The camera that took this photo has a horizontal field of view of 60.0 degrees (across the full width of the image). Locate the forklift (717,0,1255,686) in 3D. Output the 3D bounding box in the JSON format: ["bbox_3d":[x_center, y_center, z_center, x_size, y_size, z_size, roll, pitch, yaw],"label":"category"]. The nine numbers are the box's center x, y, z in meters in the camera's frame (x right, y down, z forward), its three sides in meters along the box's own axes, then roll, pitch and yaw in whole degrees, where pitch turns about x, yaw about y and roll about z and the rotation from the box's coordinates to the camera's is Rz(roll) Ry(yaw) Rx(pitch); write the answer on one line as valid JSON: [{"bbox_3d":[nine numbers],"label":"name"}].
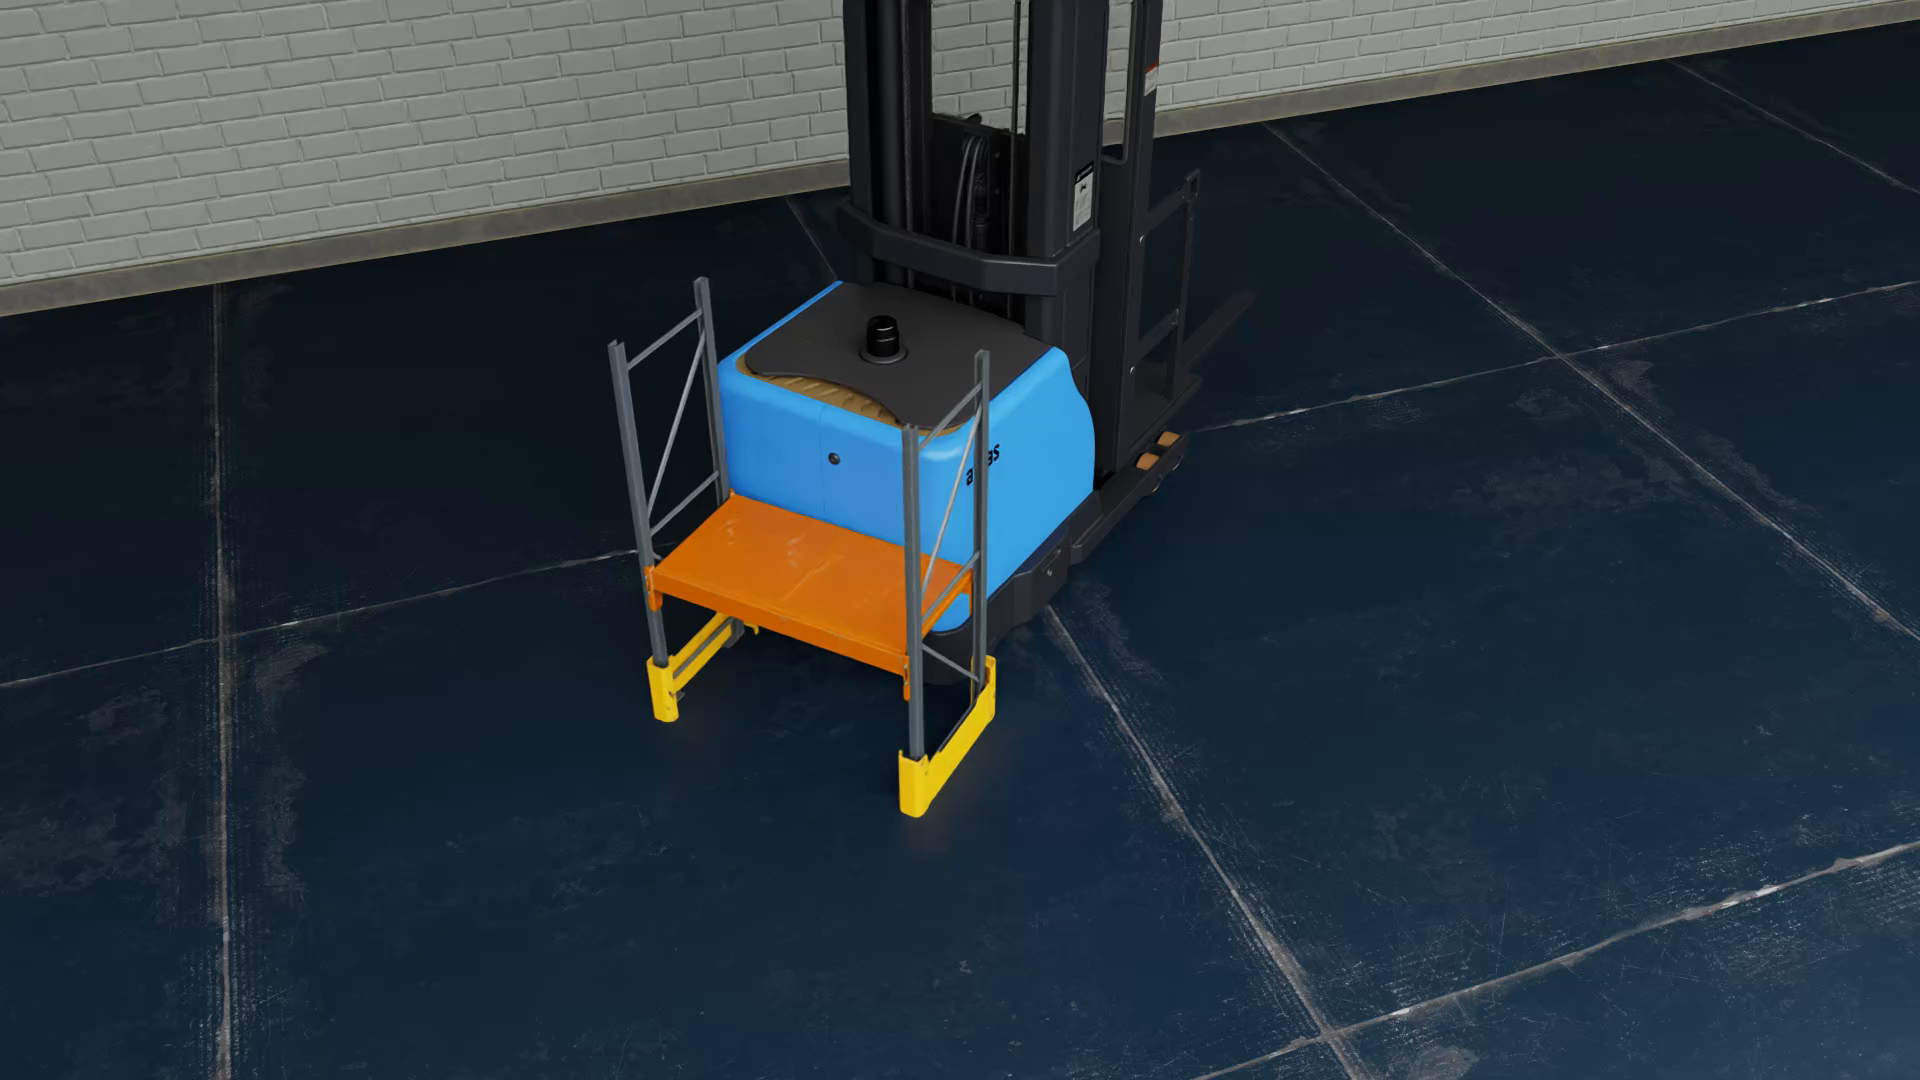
[{"bbox_3d":[0.325,-1.508,6.315,1.130,2.935,3.031,21,42,25],"label":"forklift"}]

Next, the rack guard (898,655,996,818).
[{"bbox_3d":[-0.038,0.659,5.668,0.087,0.250,0.587,17,40,21],"label":"rack guard"}]

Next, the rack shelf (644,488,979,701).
[{"bbox_3d":[-0.489,0.164,5.585,1.000,0.185,0.538,17,40,21],"label":"rack shelf"}]

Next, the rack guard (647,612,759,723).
[{"bbox_3d":[-0.924,0.385,6.031,0.087,0.250,0.587,17,40,21],"label":"rack guard"}]

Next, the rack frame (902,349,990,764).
[{"bbox_3d":[-0.037,0.160,5.291,0.032,1.500,0.500,17,40,21],"label":"rack frame"}]

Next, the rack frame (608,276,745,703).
[{"bbox_3d":[-0.941,-0.120,5.662,0.032,1.500,0.500,17,40,21],"label":"rack frame"}]

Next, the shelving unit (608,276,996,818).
[{"bbox_3d":[-0.481,0.023,5.473,1.083,1.500,0.587,17,40,21],"label":"shelving unit"}]
